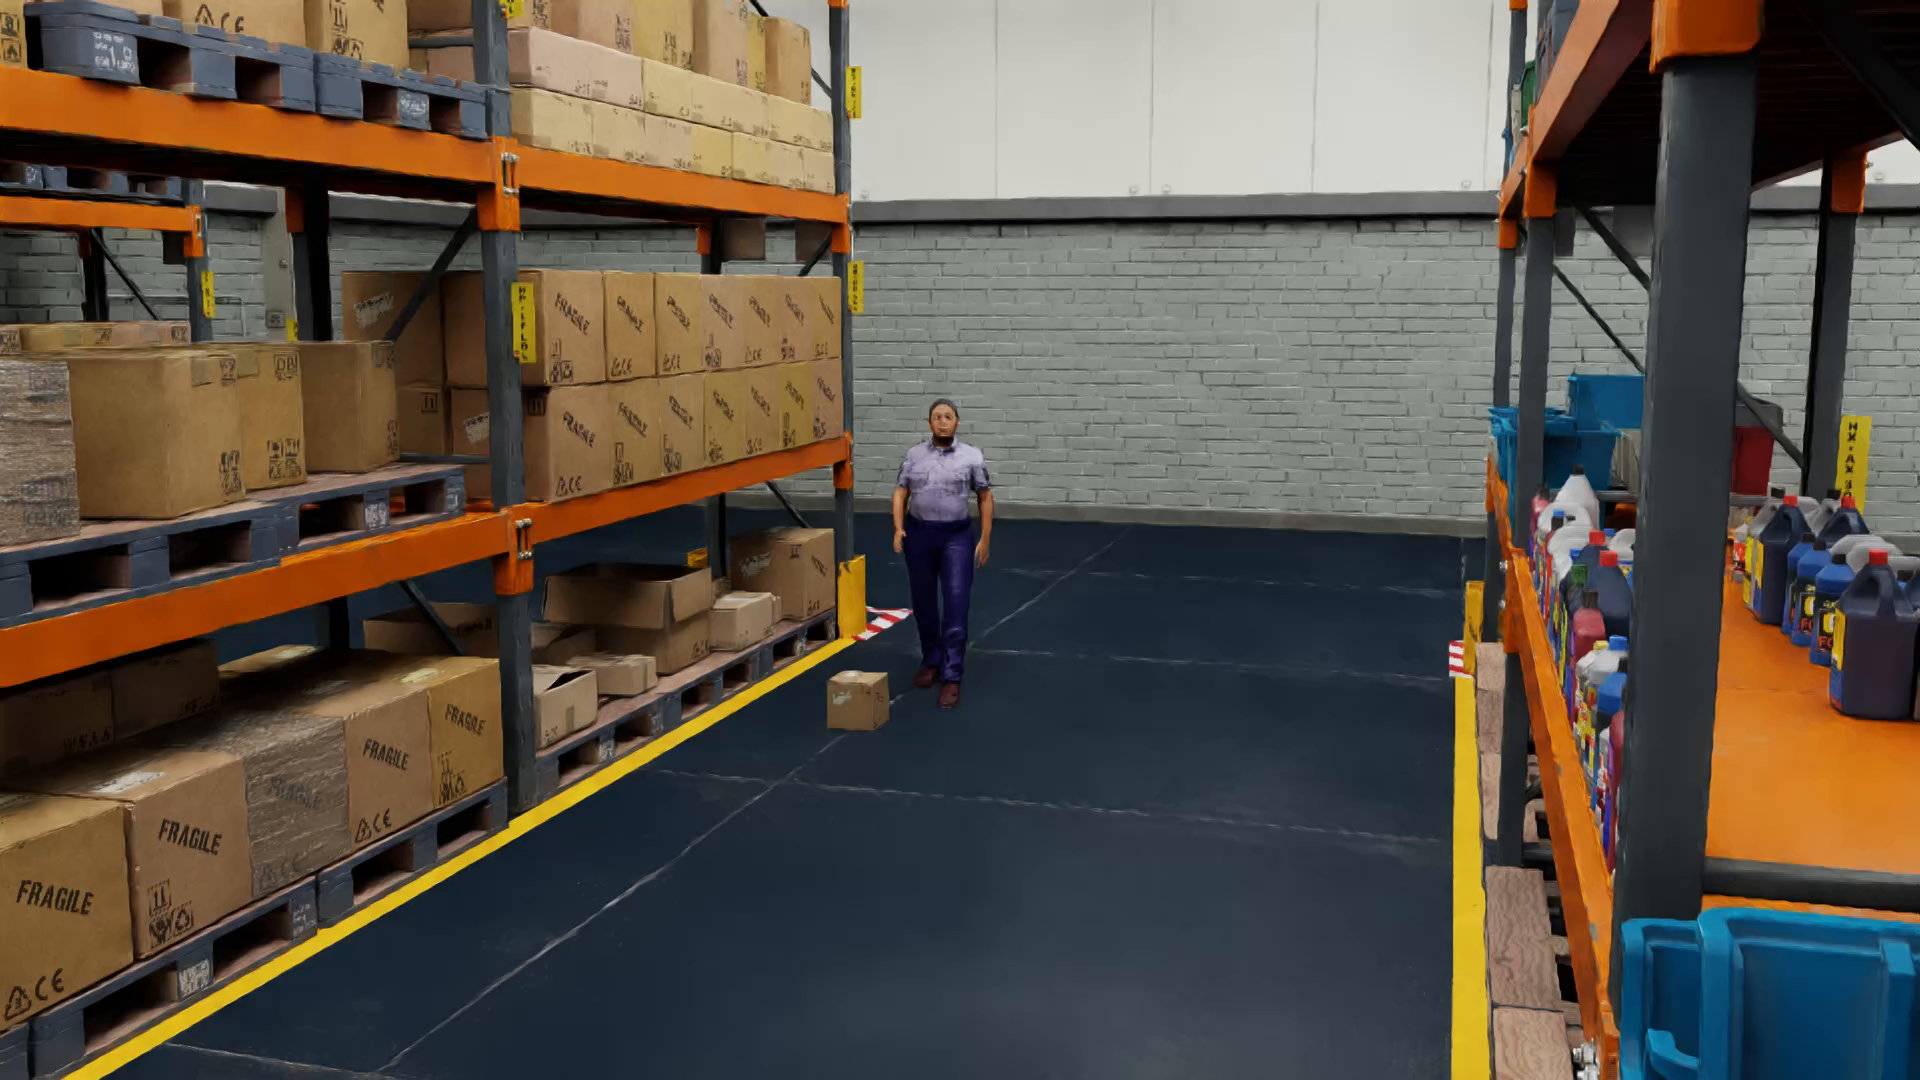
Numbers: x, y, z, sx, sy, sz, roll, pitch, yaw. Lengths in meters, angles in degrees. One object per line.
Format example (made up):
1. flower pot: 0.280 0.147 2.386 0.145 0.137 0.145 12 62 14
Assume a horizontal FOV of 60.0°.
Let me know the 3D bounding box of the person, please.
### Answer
1. person: -0.126 0.048 9.166 0.549 1.631 0.764 2 9 10
